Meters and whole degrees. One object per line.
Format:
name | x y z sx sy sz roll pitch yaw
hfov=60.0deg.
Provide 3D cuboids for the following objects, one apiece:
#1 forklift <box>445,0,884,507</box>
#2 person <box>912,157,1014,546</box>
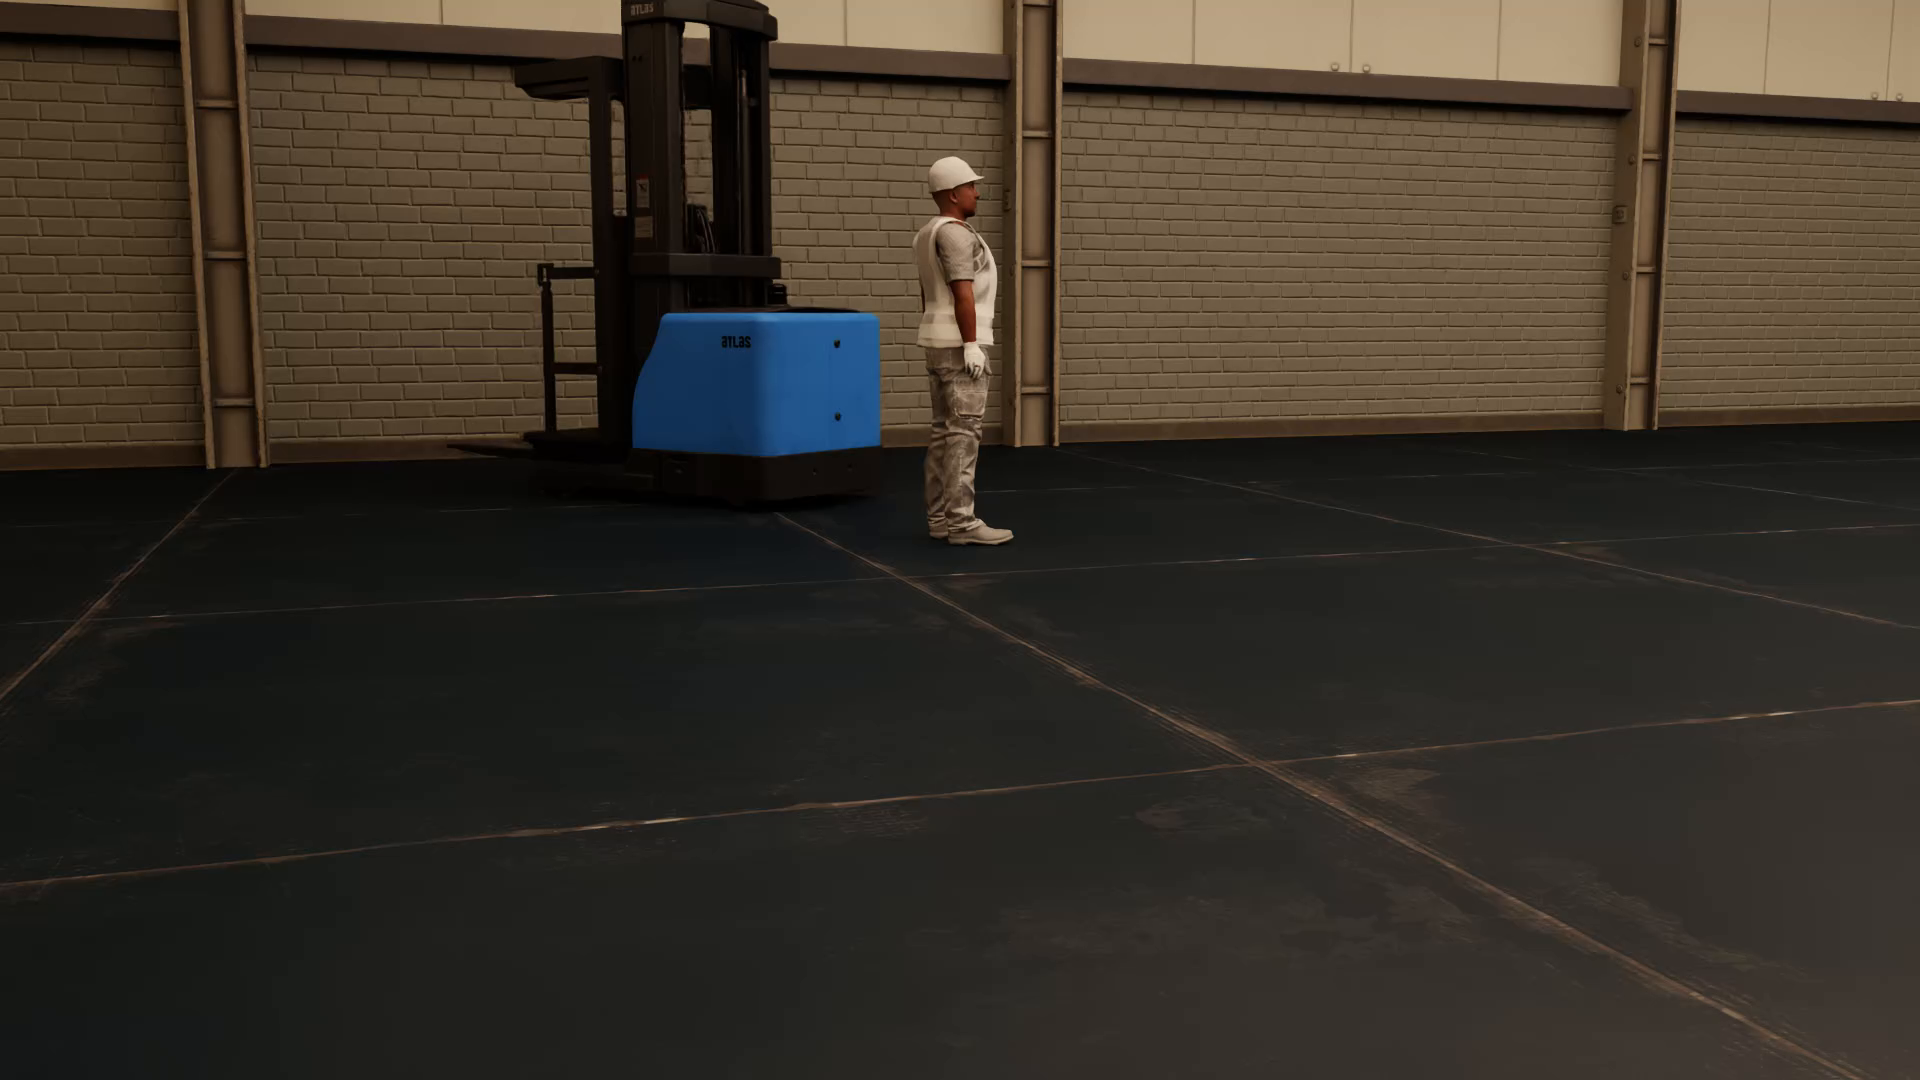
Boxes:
forklift | -1.929 -1.762 10.004 3.031 2.935 1.130 6 10 36
person | 0.001 -0.886 7.815 0.382 1.789 0.542 -3 8 -18
